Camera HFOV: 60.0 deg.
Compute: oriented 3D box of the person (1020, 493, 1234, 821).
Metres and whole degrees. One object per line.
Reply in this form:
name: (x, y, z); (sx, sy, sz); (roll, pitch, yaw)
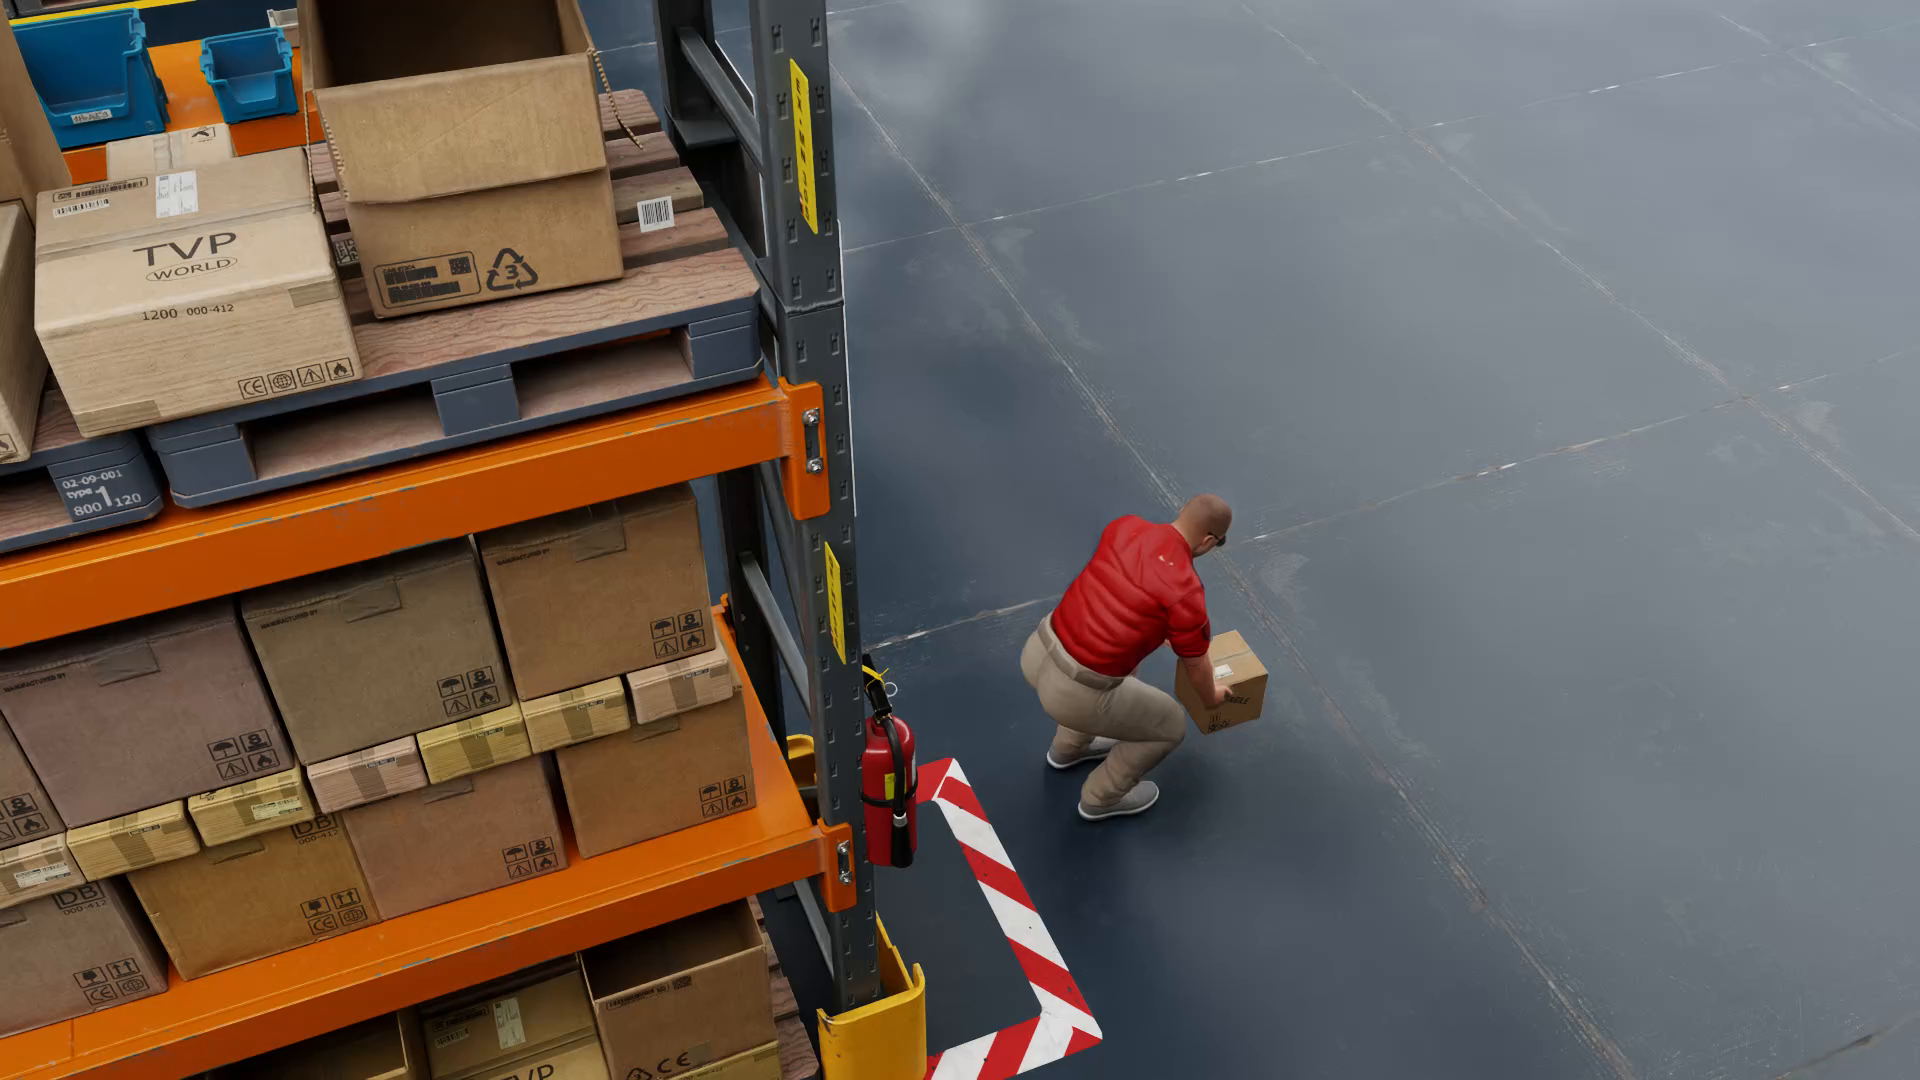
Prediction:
person: (0.594, 0.409, 6.064); (0.778, 1.263, 0.587); (-15, 44, -17)
